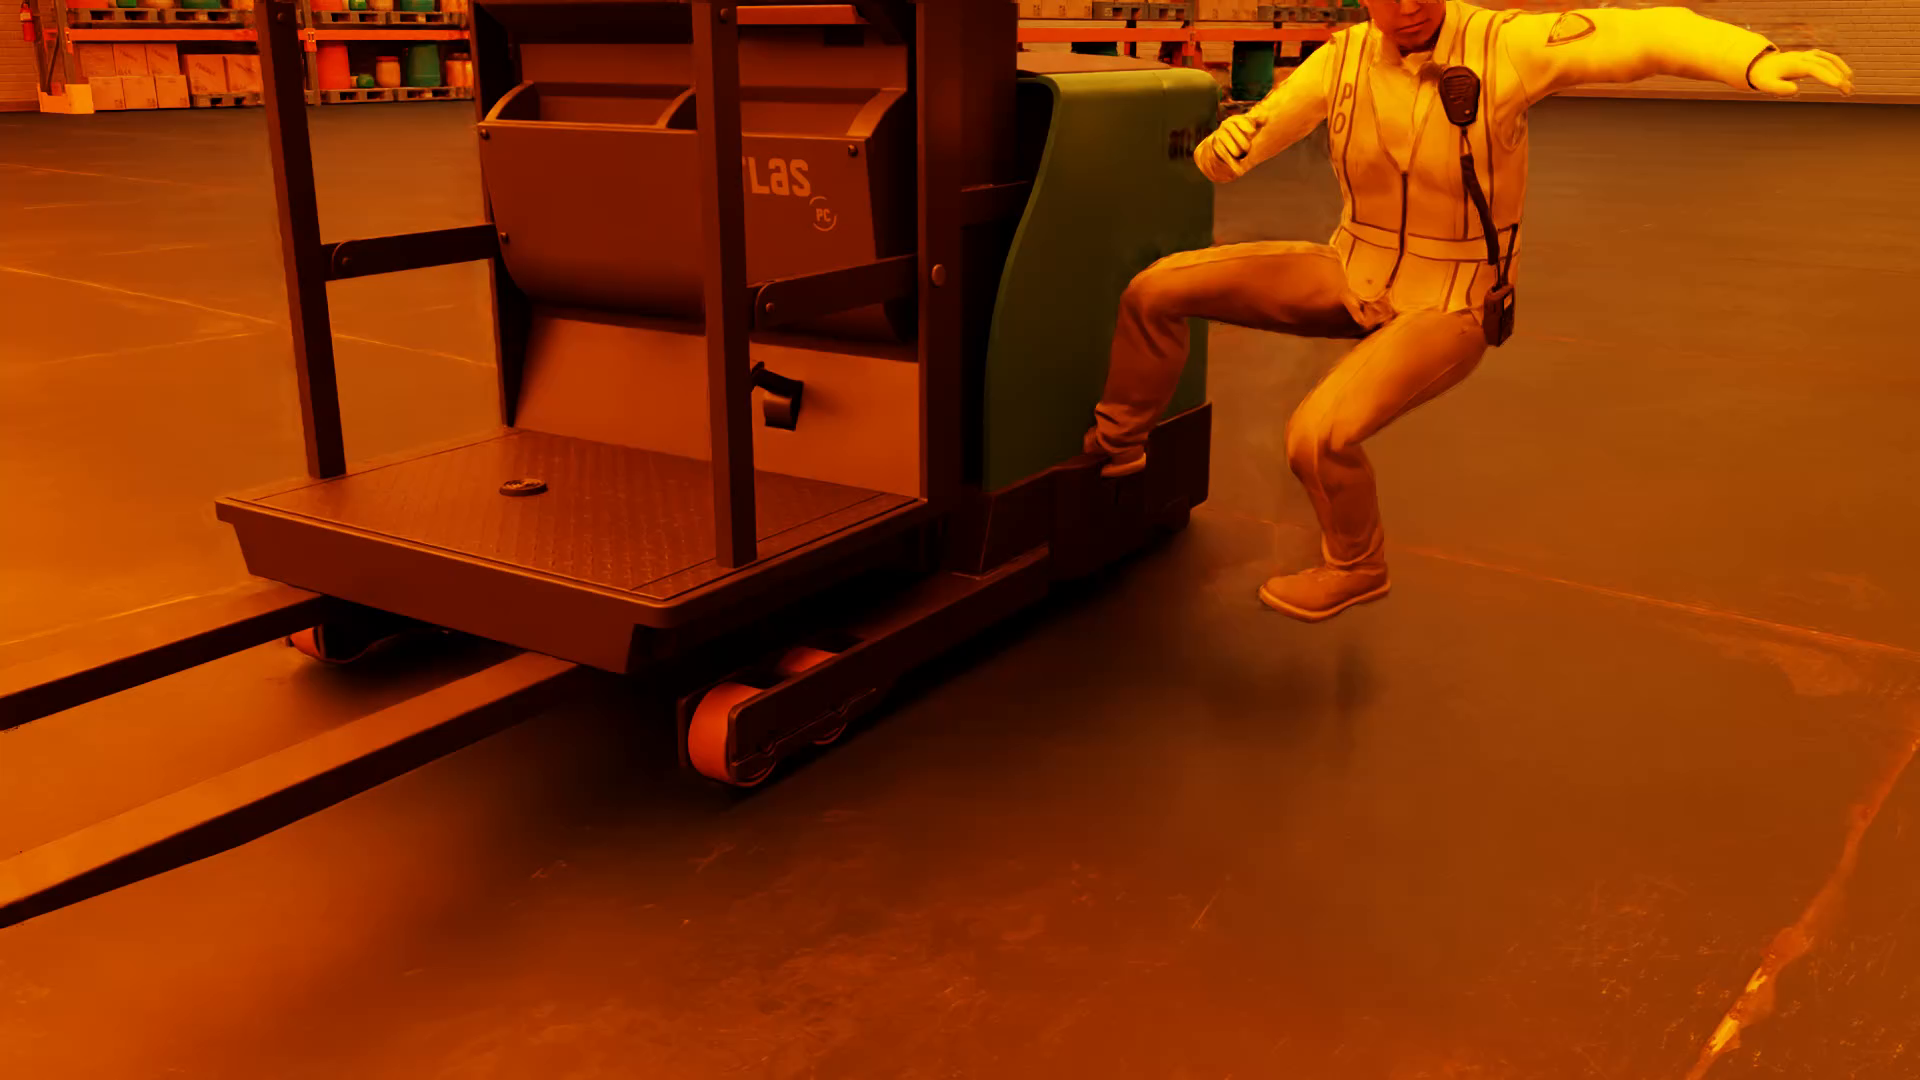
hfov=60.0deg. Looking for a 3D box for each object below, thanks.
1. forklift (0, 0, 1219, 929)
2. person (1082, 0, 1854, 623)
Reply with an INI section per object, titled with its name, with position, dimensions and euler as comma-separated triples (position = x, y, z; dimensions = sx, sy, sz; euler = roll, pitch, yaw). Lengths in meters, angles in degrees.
[forklift]
position = -0.619, -1.164, 2.731
dimensions = 1.130, 2.935, 3.031
euler = 11, 20, 31
[person]
position = 0.754, -0.471, 3.000
dimensions = 1.508, 1.333, 0.754
euler = 13, 21, 37
